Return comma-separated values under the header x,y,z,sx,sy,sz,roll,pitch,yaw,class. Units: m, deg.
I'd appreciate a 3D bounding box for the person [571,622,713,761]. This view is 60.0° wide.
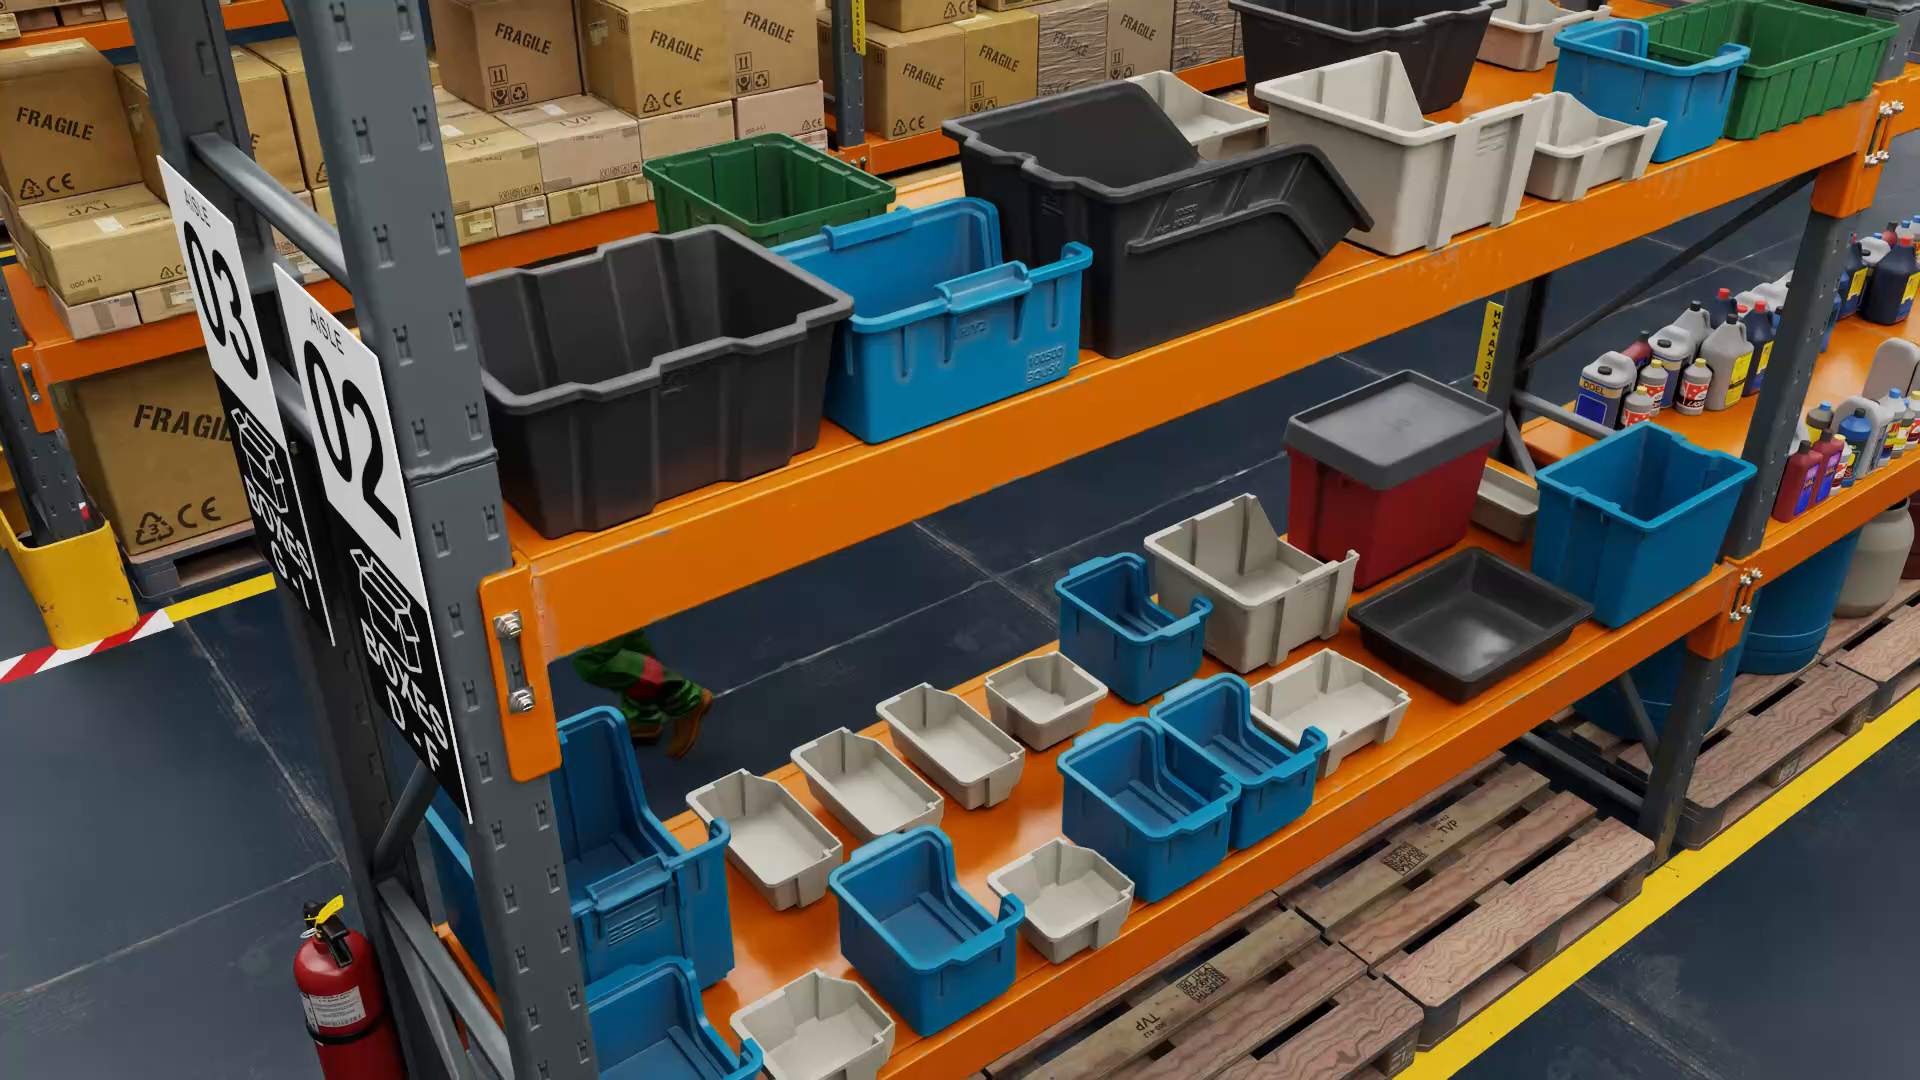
x,y,z,sx,sy,sz,roll,pitch,yaw,class
-1.219,0.035,6.015,0.485,1.775,0.586,-5,32,-8,person
